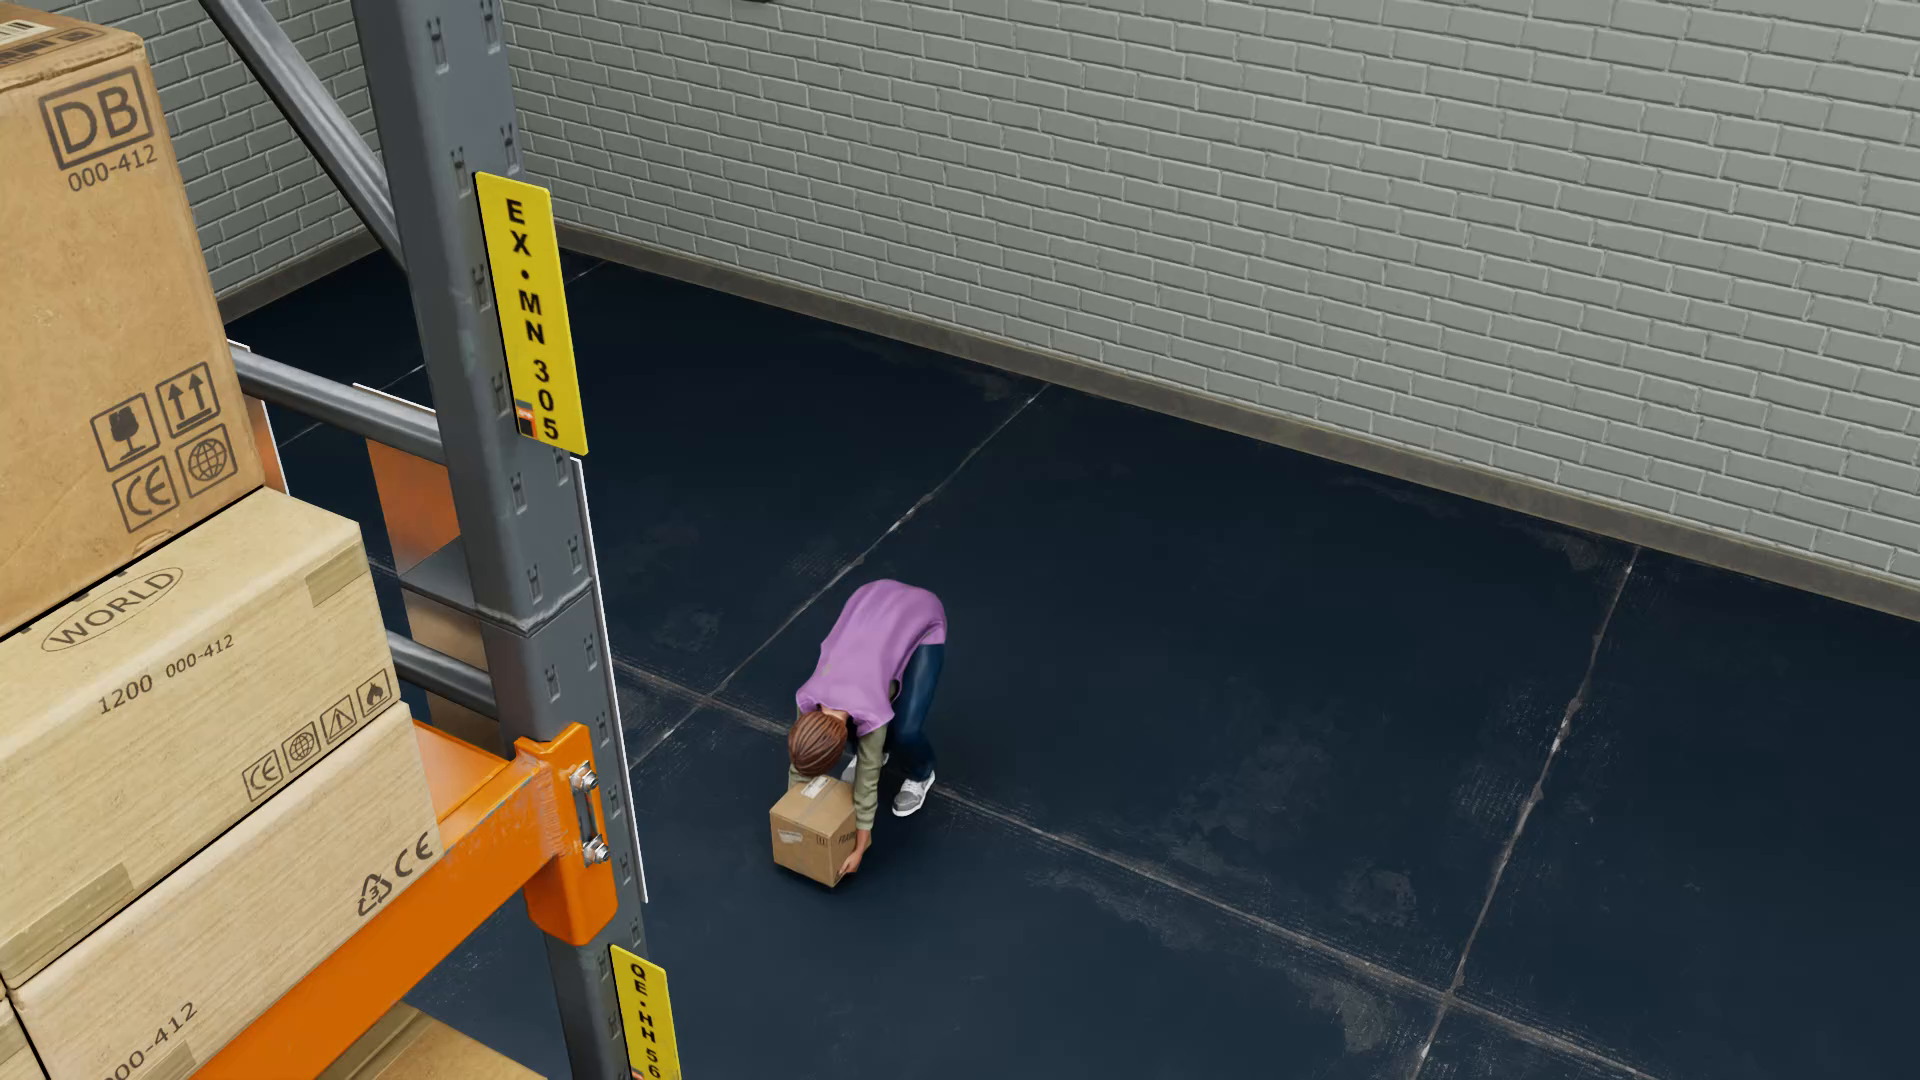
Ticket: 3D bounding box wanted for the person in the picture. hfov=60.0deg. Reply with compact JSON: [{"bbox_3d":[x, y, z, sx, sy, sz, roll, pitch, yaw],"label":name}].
[{"bbox_3d":[-0.334,0.641,5.871,0.427,0.860,0.854,16,38,22],"label":"person"}]
